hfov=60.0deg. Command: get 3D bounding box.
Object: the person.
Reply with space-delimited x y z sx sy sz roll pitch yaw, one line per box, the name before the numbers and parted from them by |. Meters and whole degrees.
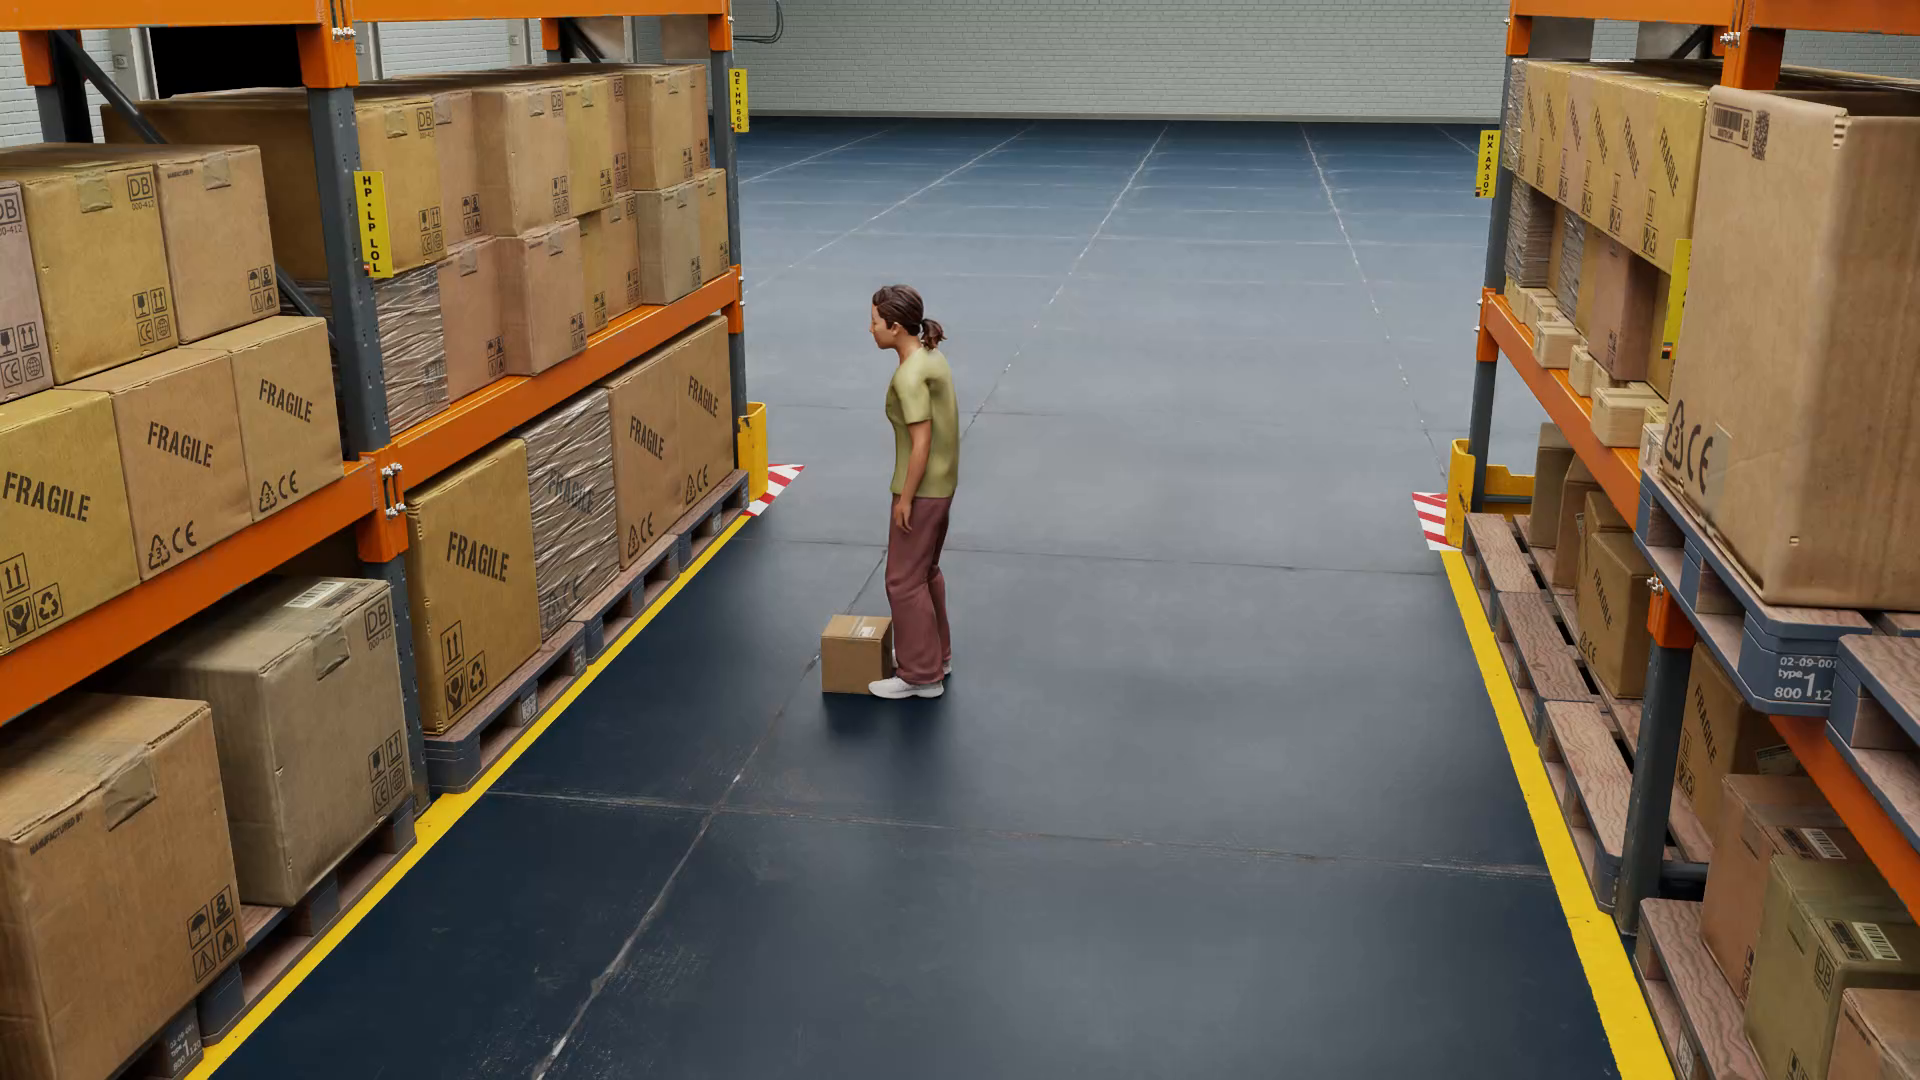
person | -0.181 -0.192 6.647 0.354 1.673 0.501 3 18 8
